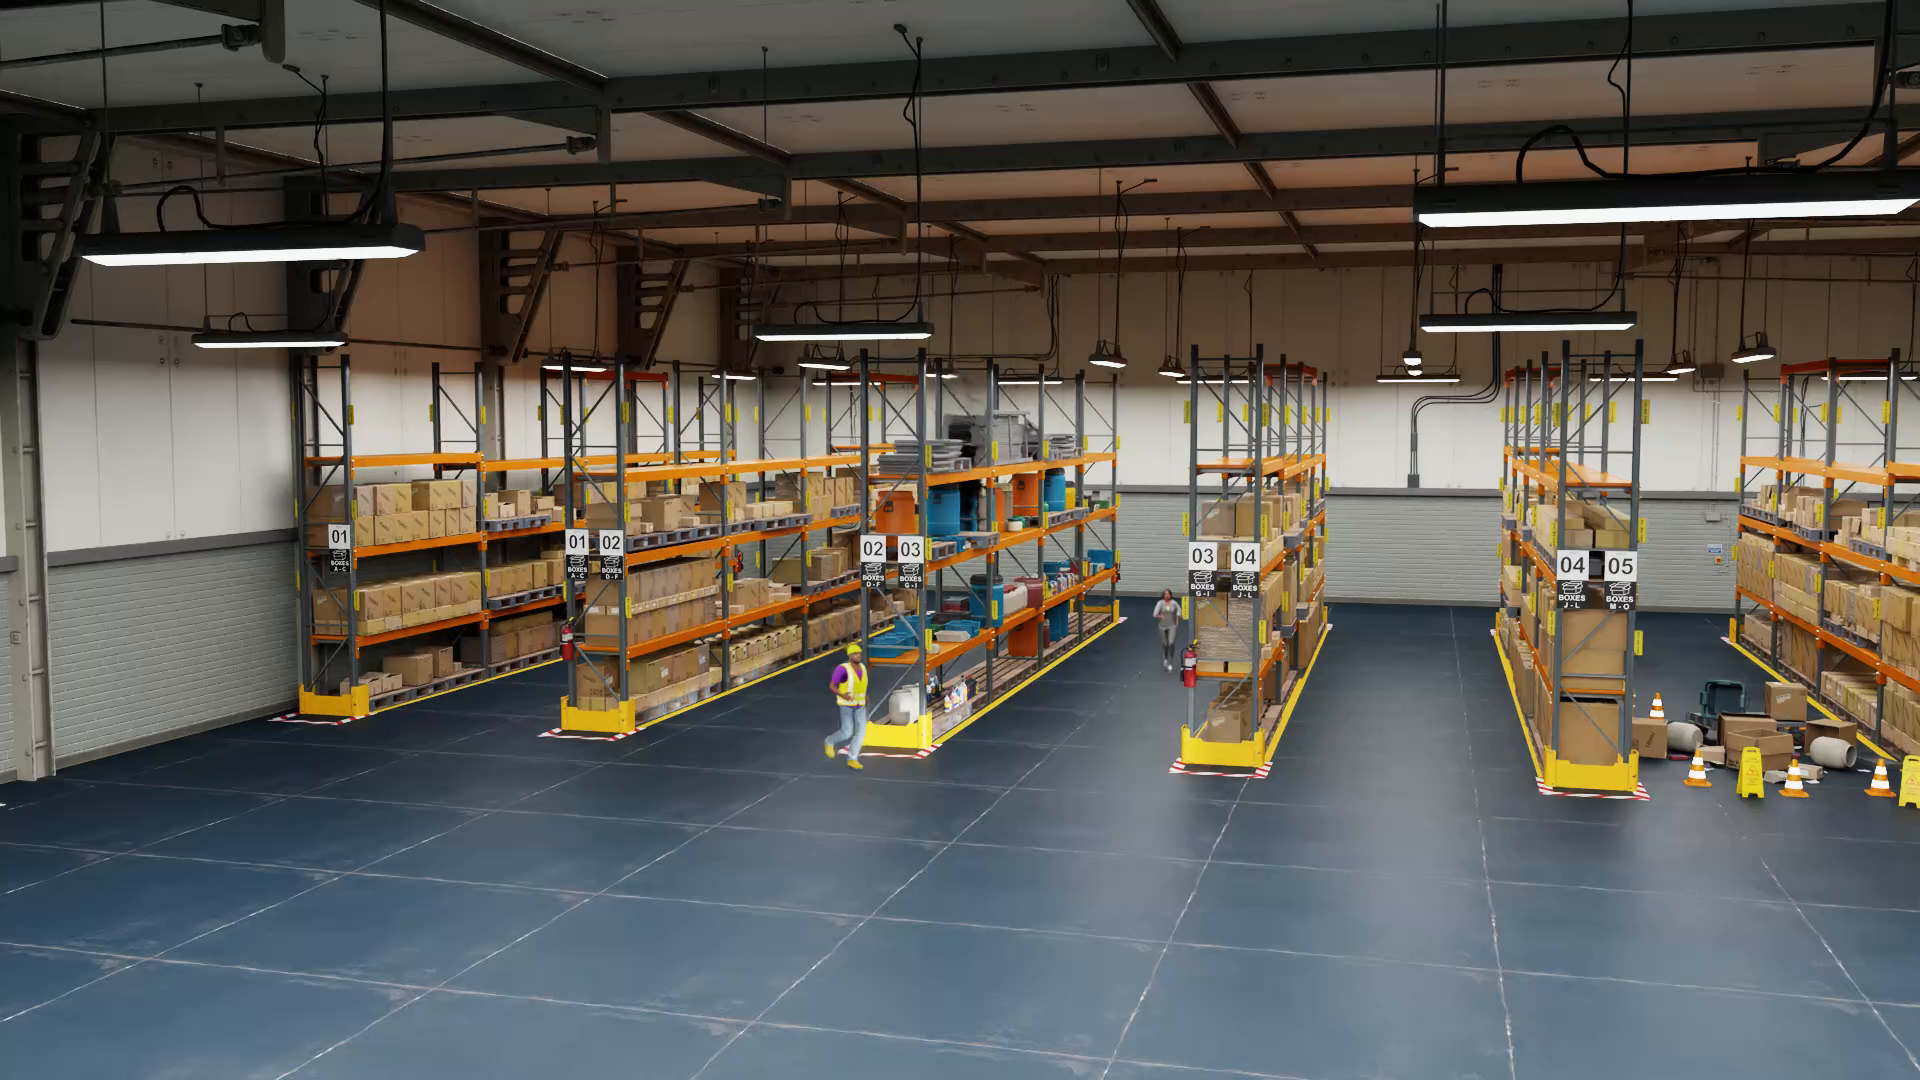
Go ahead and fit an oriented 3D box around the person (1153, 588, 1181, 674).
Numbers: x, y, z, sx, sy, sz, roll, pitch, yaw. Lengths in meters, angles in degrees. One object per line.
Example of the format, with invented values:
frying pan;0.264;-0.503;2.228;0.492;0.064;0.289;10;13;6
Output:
person;4.046;1.754;32.552;0.528;1.628;0.751;1;4;11

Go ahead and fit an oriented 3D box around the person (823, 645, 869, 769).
person;-1.569;2.361;23.815;0.715;1.744;0.762;-4;6;-41
